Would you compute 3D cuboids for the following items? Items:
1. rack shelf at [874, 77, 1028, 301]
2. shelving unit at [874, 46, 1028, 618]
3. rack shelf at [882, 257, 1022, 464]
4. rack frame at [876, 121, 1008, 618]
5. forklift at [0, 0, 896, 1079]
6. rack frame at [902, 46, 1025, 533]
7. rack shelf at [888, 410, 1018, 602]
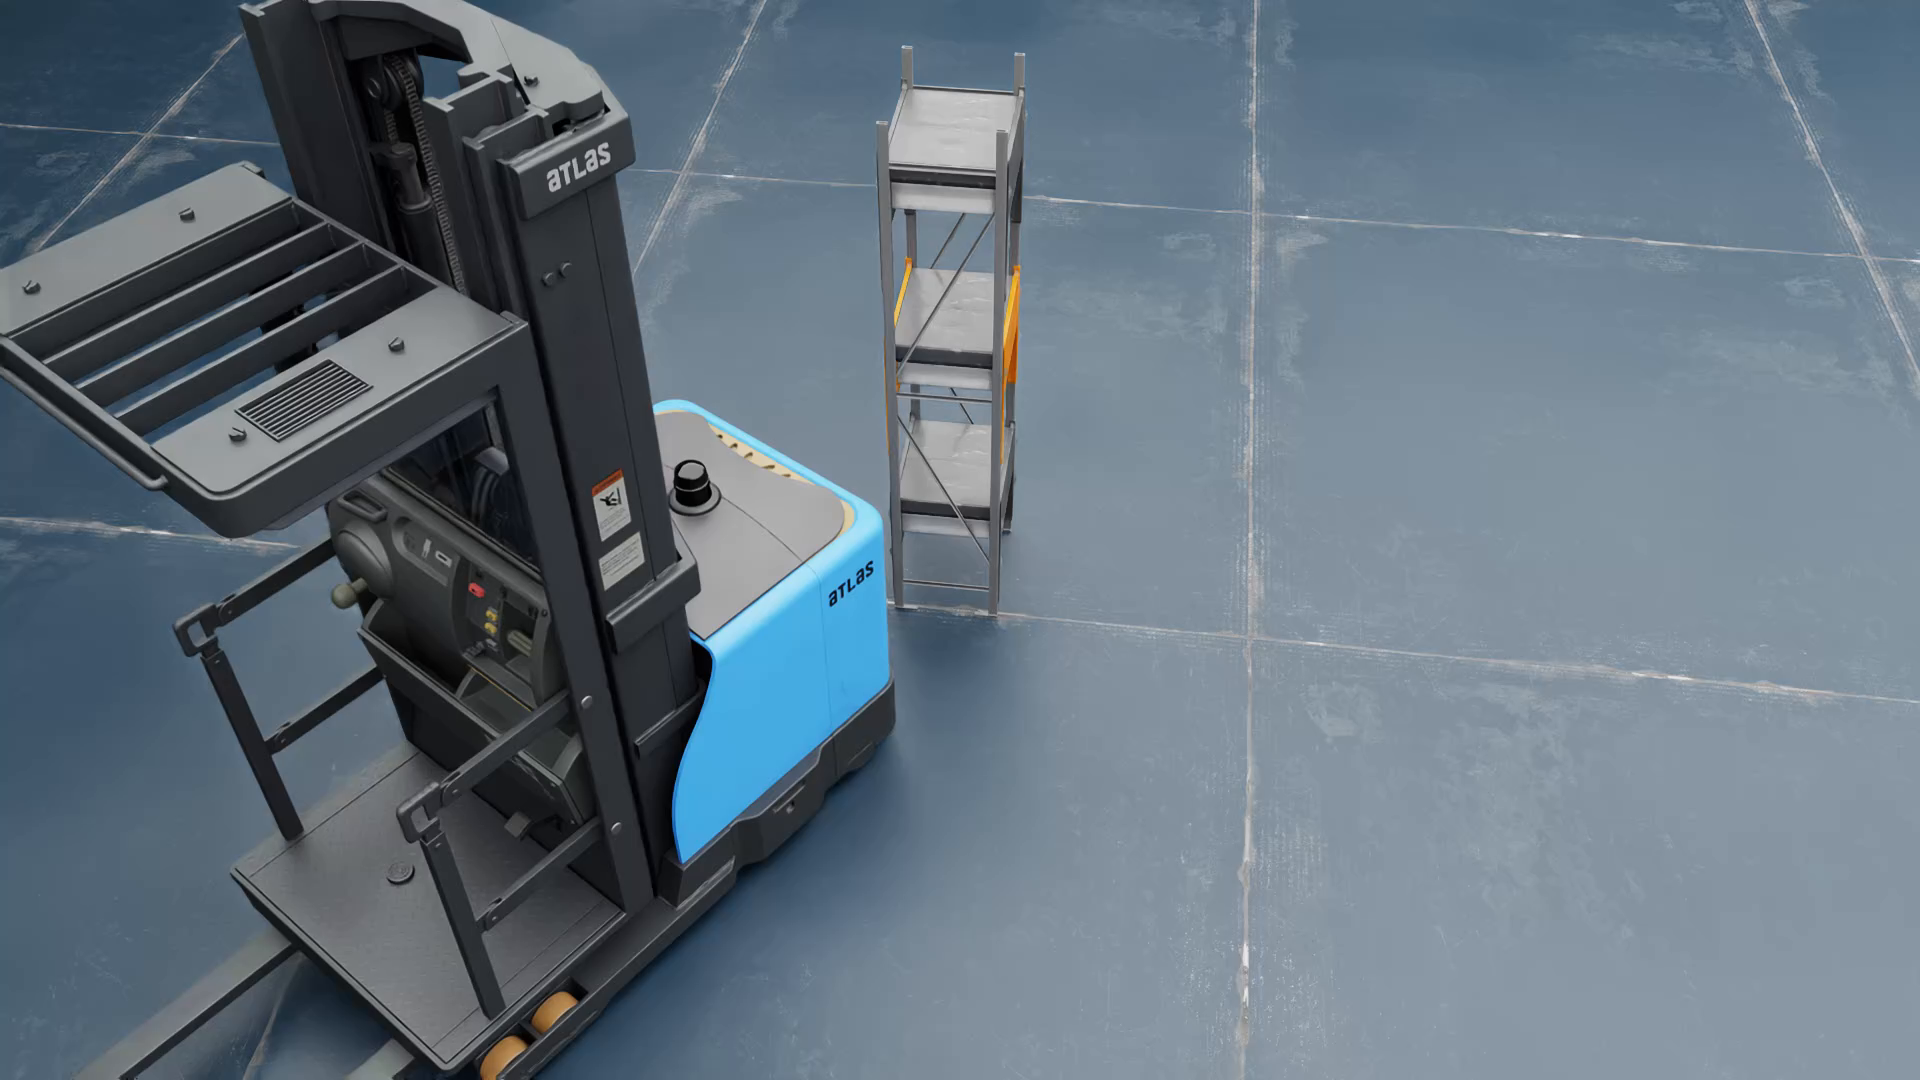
[{"bbox_3d":[-0.022,-1.148,5.437,0.431,0.518,0.480,5,44,6],"label":"rack shelf"},{"bbox_3d":[-0.022,-0.650,5.909,0.431,2.100,0.503,5,44,6],"label":"shelving unit"},{"bbox_3d":[-0.022,-0.640,5.918,0.431,0.518,0.480,5,44,6],"label":"rack shelf"},{"bbox_3d":[-0.054,-0.483,5.733,0.400,2.100,0.015,5,44,6],"label":"rack frame"},{"bbox_3d":[-1.555,0.198,4.409,1.130,2.935,3.031,30,51,27],"label":"forklift"},{"bbox_3d":[0.010,-0.816,6.085,0.400,2.100,0.015,5,44,6],"label":"rack frame"},{"bbox_3d":[-0.022,-0.131,6.400,0.431,0.518,0.480,5,44,6],"label":"rack shelf"}]
